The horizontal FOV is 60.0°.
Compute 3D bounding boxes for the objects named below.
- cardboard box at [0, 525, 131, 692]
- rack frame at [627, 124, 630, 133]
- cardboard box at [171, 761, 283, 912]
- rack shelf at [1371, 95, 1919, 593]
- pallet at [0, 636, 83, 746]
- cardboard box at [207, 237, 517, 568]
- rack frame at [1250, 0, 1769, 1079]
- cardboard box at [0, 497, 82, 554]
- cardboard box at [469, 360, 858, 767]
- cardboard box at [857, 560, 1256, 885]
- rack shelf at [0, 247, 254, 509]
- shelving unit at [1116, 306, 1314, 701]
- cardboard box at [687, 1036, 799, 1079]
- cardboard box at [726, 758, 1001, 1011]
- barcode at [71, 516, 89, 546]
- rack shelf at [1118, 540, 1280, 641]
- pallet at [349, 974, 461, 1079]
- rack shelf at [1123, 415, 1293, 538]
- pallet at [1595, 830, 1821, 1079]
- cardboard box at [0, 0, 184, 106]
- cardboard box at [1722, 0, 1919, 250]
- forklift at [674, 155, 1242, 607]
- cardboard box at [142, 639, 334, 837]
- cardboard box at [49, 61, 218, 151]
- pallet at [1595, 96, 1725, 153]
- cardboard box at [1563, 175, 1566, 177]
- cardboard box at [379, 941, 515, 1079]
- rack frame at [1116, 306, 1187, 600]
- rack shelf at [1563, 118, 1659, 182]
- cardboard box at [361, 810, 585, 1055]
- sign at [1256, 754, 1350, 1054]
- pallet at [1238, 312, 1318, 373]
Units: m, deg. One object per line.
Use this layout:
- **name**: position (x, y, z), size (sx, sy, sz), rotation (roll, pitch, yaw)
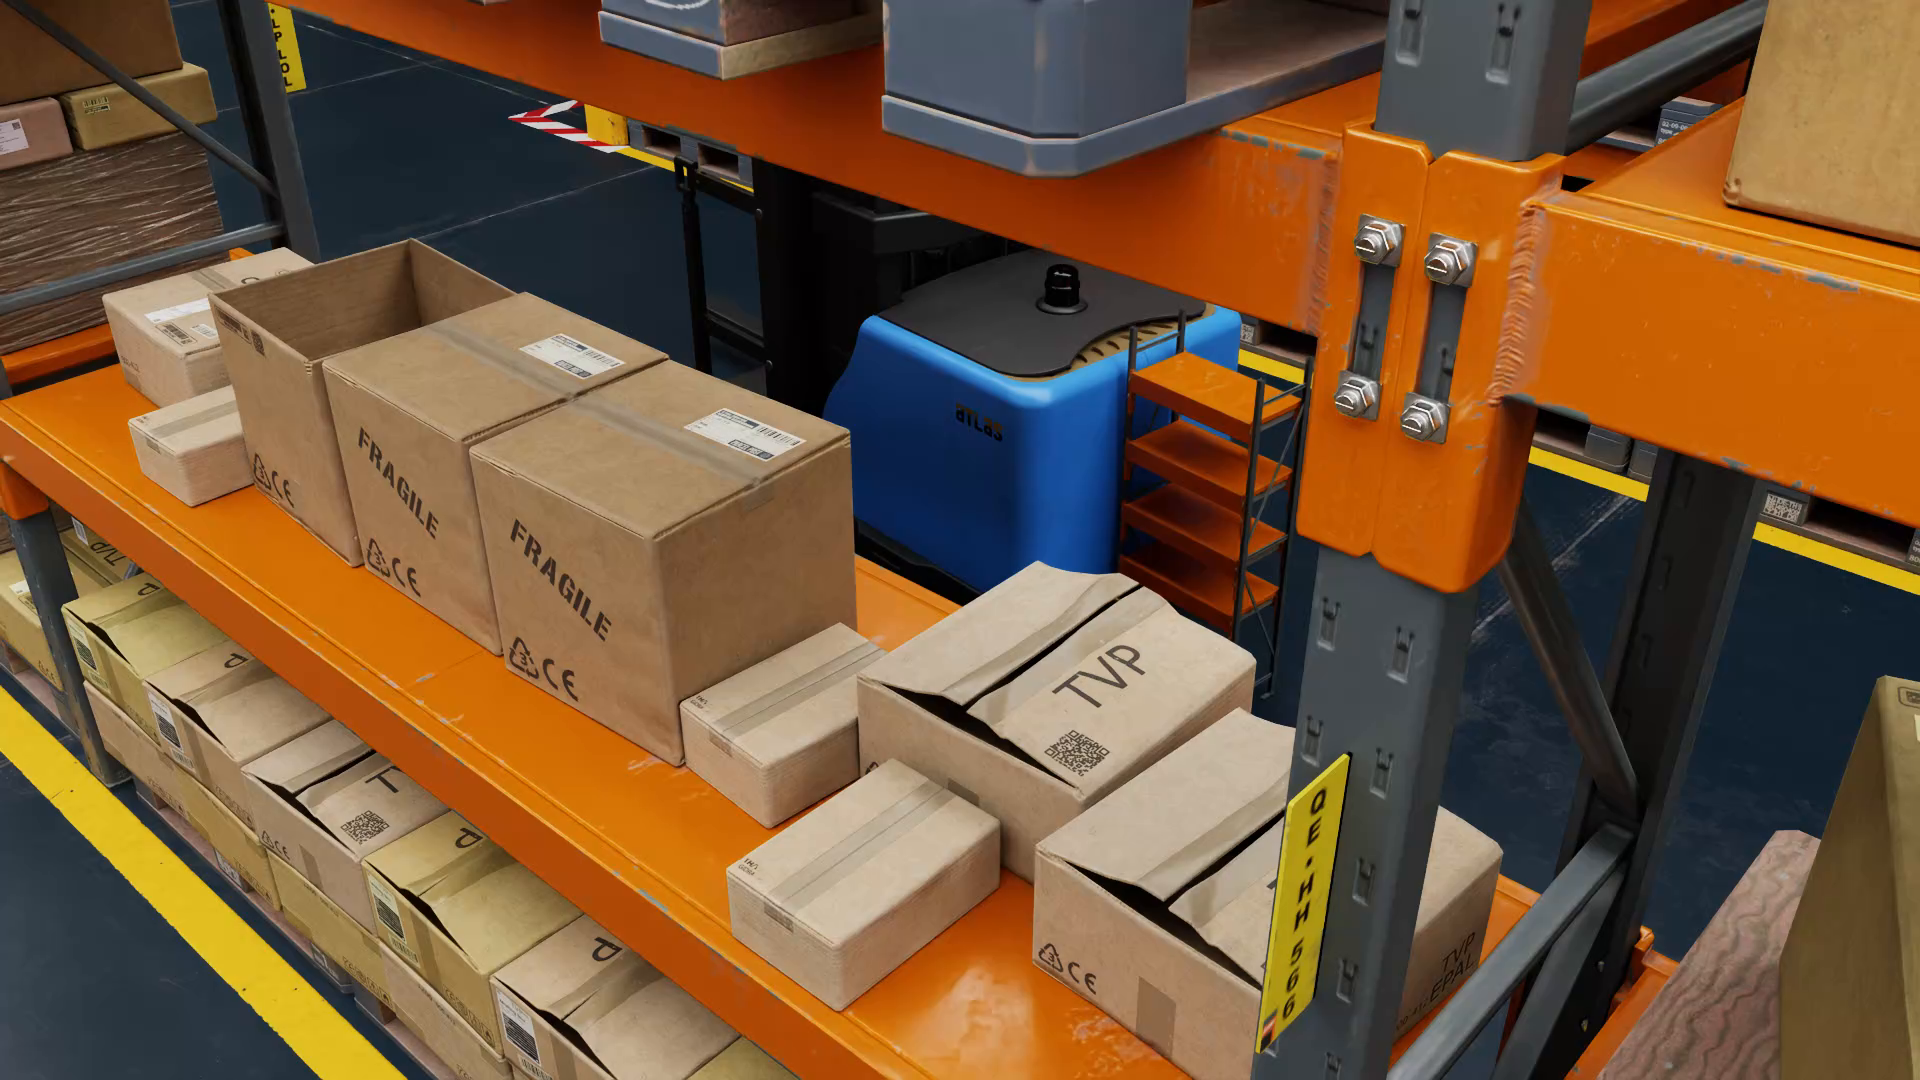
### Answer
- **cardboard box**: position (-2.754, 0.179, 5.303), size (0.500, 0.250, 0.500), rotation (25, 39, 35)
- **rack frame**: position (-1.907, -4.022, 10.023), size (0.127, 3.000, 1.000), rotation (25, 39, 35)
- **cardboard box**: position (-1.752, 0.668, 4.491), size (0.500, 0.250, 0.500), rotation (26, 40, 36)
- **rack shelf**: position (2.186, 0.358, 0.537), size (4.000, 0.370, 1.077), rotation (25, 39, 35)
- **pallet**: position (-2.825, 0.161, 5.777), size (1.213, 0.211, 1.003), rotation (25, 39, 35)
- **cardboard box**: position (-1.314, -0.331, 3.794), size (0.500, 0.500, 0.500), rotation (-26, 40, -36)
- **rack frame**: position (0.705, 0.641, 2.277), size (0.053, 2.616, 0.949), rotation (25, 39, 35)
- **cardboard box**: position (-3.116, -0.320, 5.404), size (0.500, 0.500, 0.500), rotation (25, 39, 35)
- **cardboard box**: position (-0.552, 0.025, 3.203), size (0.500, 0.500, 0.500), rotation (23, 38, 33)
- **cardboard box**: position (0.169, 0.297, 2.935), size (0.500, 0.311, 0.500), rotation (25, 39, 35)
- **rack shelf**: position (-3.746, -1.126, 5.910), size (4.000, 0.370, 1.077), rotation (25, 39, 35)
- **shelving unit**: position (0.766, -0.068, 5.199), size (0.258, 1.200, 0.503), rotation (-25, 39, -35)
- **cardboard box**: position (-0.241, 1.136, 3.170), size (0.500, 0.311, 0.500), rotation (24, 39, 34)
- **cardboard box**: position (-0.150, 0.544, 2.681), size (0.250, 0.149, 0.380), rotation (25, 39, 35)
- **barcode**: position (-2.353, -0.023, 4.447), size (0.075, 0.075, 0.001), rotation (25, 39, 35)
- **rack shelf**: position (0.766, 0.160, 5.336), size (0.258, 0.148, 0.480), rotation (-25, 39, -35)
- **pallet**: position (-0.782, 1.115, 4.193), size (1.213, 0.211, 1.003), rotation (25, 39, 35)
- **rack shelf**: position (0.766, -0.202, 5.119), size (0.258, 0.148, 0.480), rotation (-25, 39, -35)
- **pallet**: position (1.252, 0.932, 1.979), size (1.003, 0.211, 1.213), rotation (25, 39, 35)
- **cardboard box**: position (-2.596, -1.492, 4.465), size (0.500, 0.500, 0.700), rotation (25, 39, 35)
- **cardboard box**: position (1.049, -0.548, 1.246), size (0.500, 0.500, 0.910), rotation (25, 39, 35)
- **forklift**: position (-0.416, -1.496, 5.893), size (1.130, 2.935, 3.031), rotation (-25, 39, -35)
- **cardboard box**: position (-1.756, 0.429, 4.344), size (0.500, 0.311, 0.500), rotation (25, 39, 35)
- **cardboard box**: position (-2.332, -1.230, 4.659), size (0.250, 0.149, 0.380), rotation (25, 39, 35)
- **pallet**: position (2.529, -1.840, 6.585), size (1.213, 0.211, 1.003), rotation (25, 39, 35)
- **cardboard box**: position (2.332, -1.498, 7.101), size (0.500, 0.250, 0.500), rotation (24, 38, 34)
- **cardboard box**: position (-0.990, 1.022, 3.902), size (0.500, 0.250, 0.500), rotation (26, 40, 36)
- **rack frame**: position (0.603, -0.162, 5.355), size (0.240, 1.200, 0.015), rotation (-25, 39, -35)
- **rack shelf**: position (2.541, -1.637, 6.759), size (4.000, 0.370, 1.077), rotation (25, 39, 35)
- **cardboard box**: position (-0.983, 0.786, 3.752), size (0.500, 0.311, 0.500), rotation (26, 40, 36)
- **sign**: position (0.333, 0.360, 1.622), size (0.005, 0.325, 0.100), rotation (25, 39, 35)
- **pallet**: position (1.636, -1.174, 7.996), size (1.213, 0.211, 1.003), rotation (25, 39, 35)
